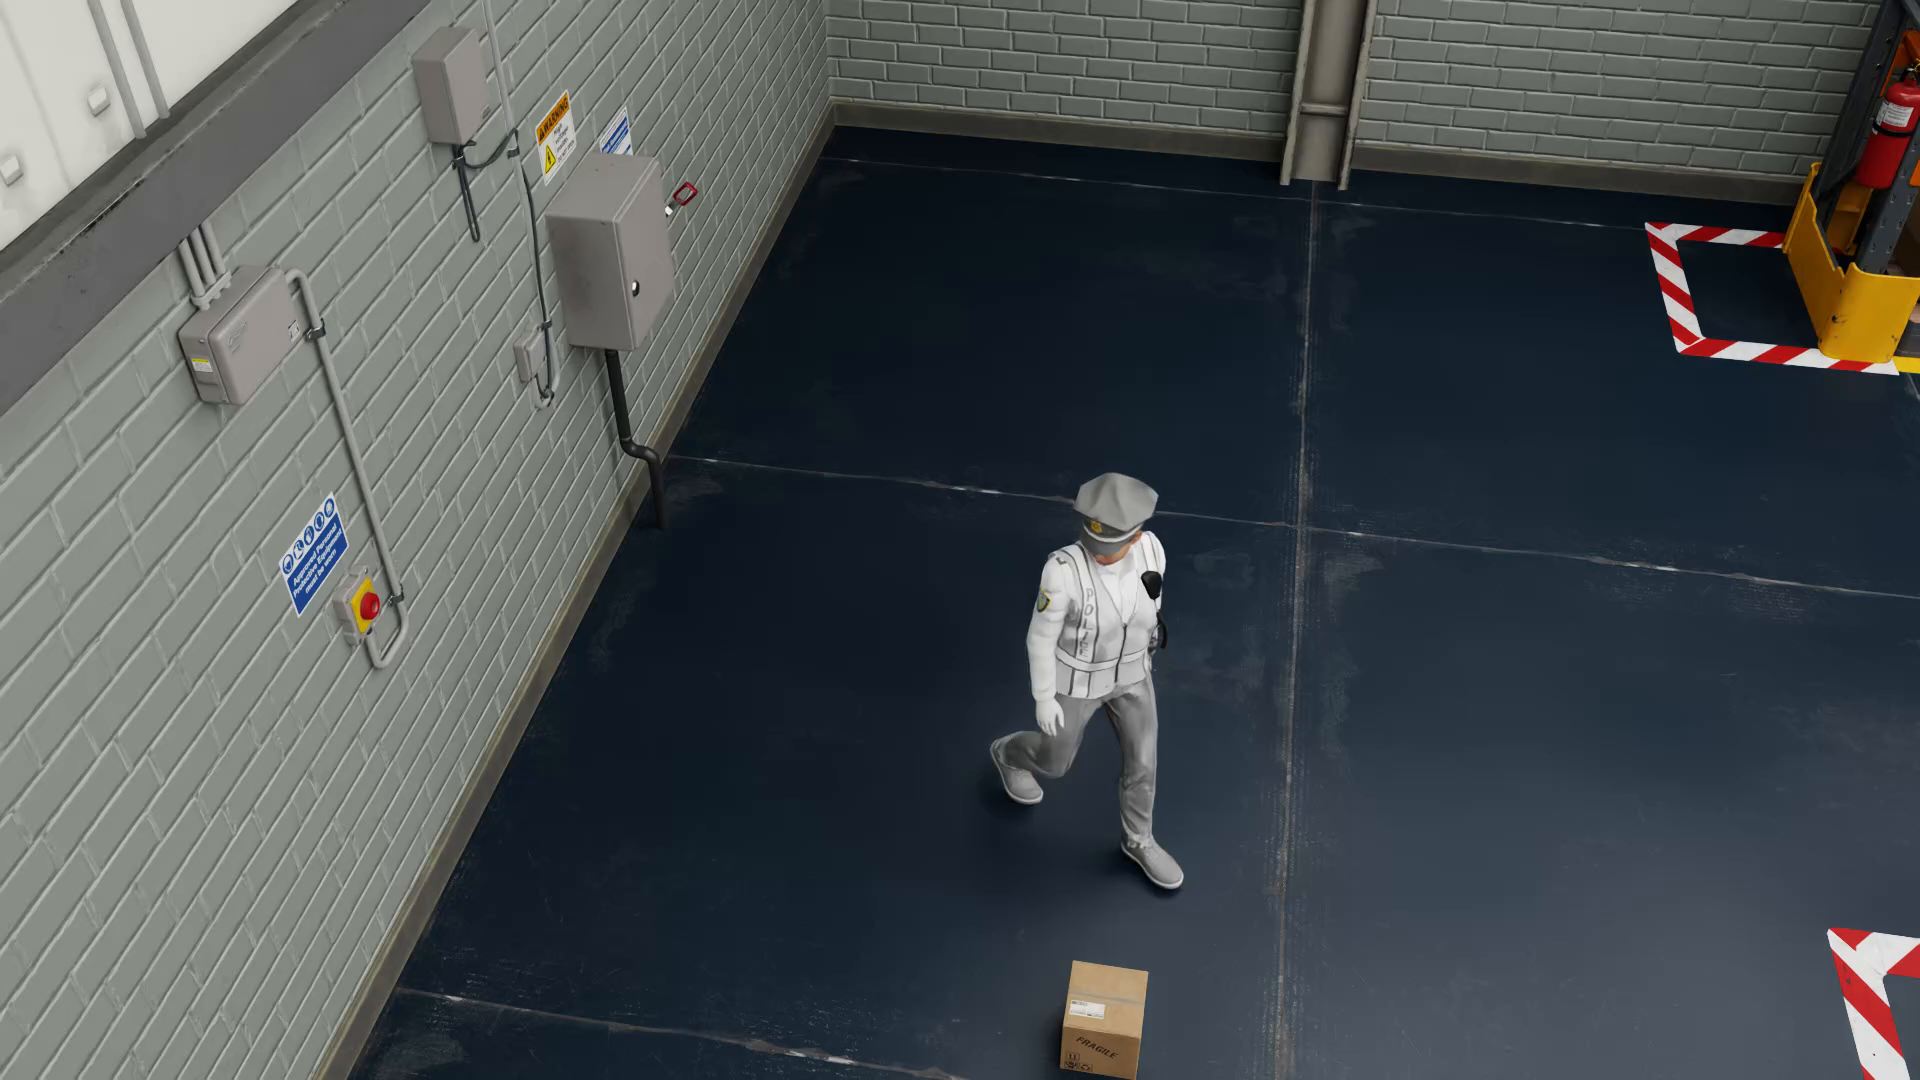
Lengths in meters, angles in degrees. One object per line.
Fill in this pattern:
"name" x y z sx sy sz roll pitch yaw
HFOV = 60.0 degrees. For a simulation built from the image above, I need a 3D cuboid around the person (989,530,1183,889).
"person" 0.459 0.458 5.630 0.514 1.610 0.798 -18 44 -19
